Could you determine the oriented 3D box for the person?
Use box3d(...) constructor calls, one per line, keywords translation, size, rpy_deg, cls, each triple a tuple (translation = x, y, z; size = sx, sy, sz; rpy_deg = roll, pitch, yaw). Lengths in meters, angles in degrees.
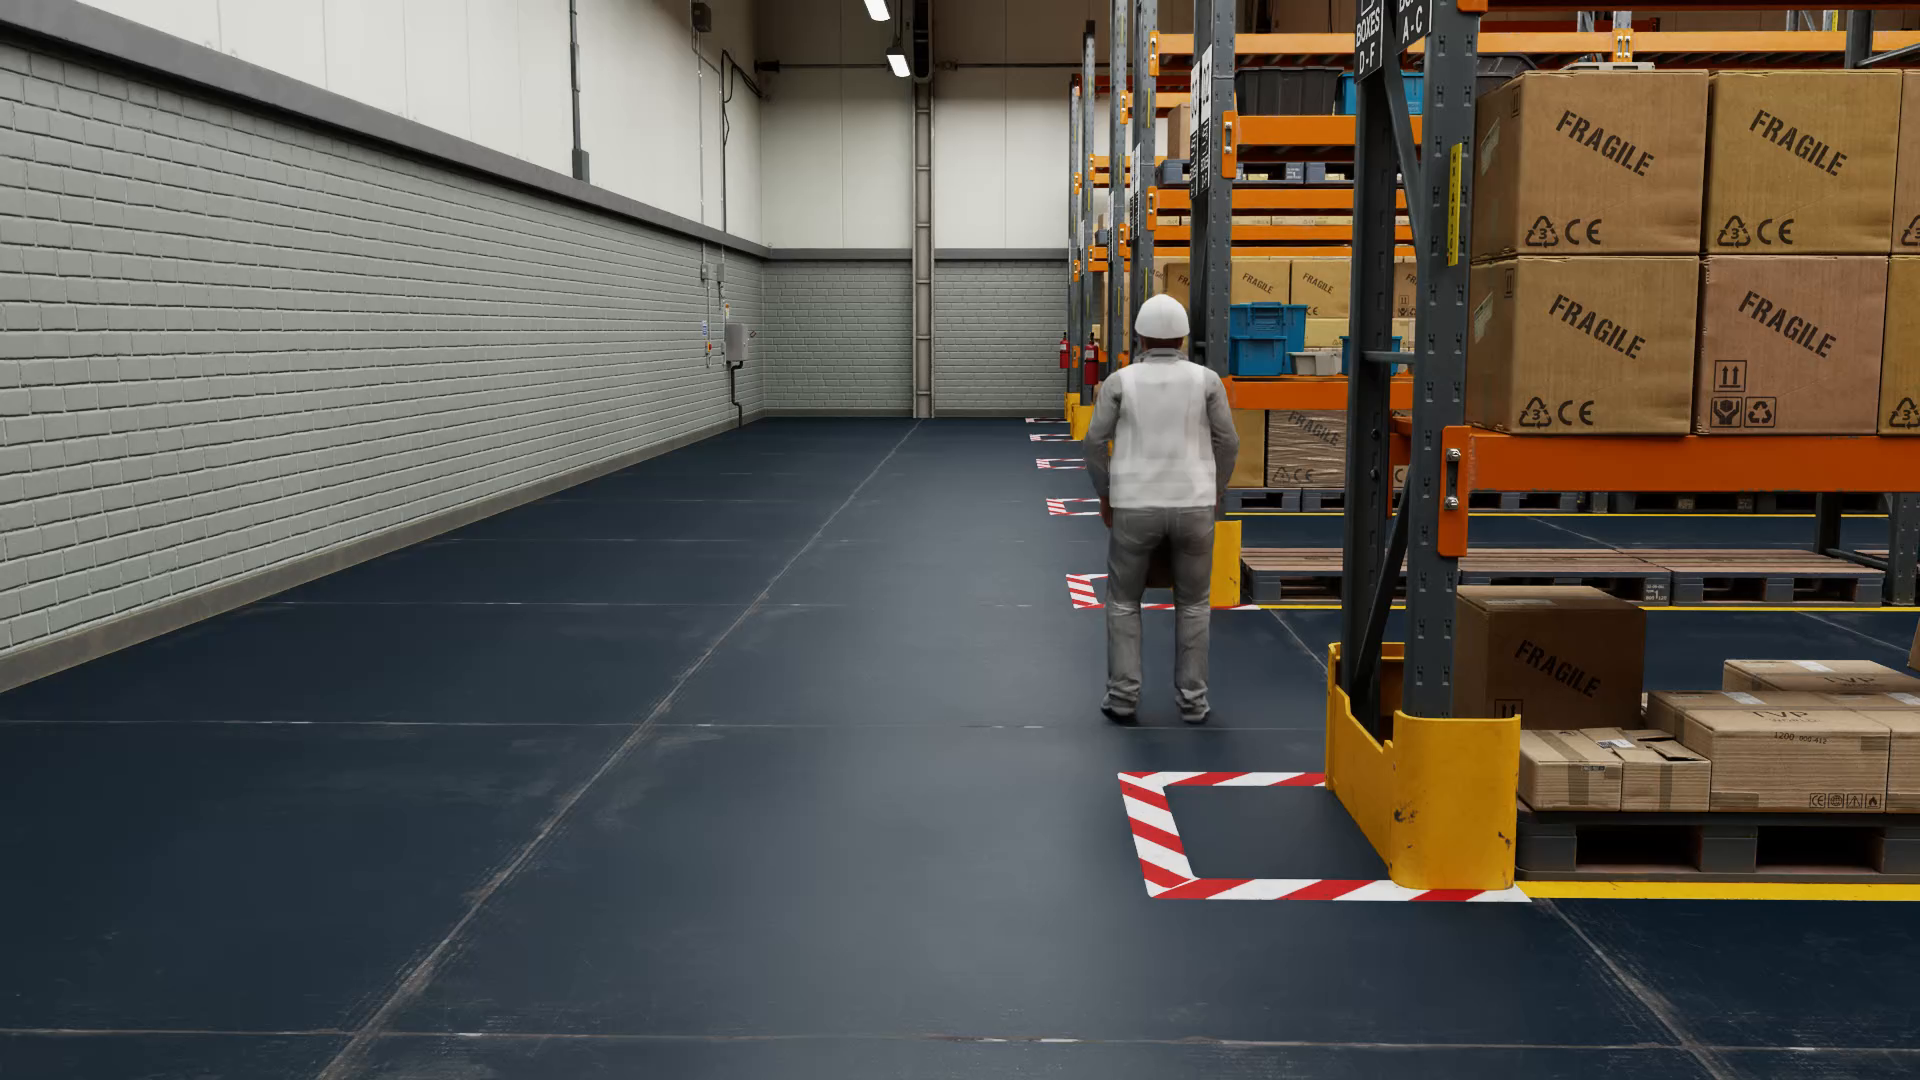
box3d(translation=(0.829, -0.140, 6.901), size=(0.643, 1.742, 0.465), rpy_deg=(0, 7, 3), cls="person")
